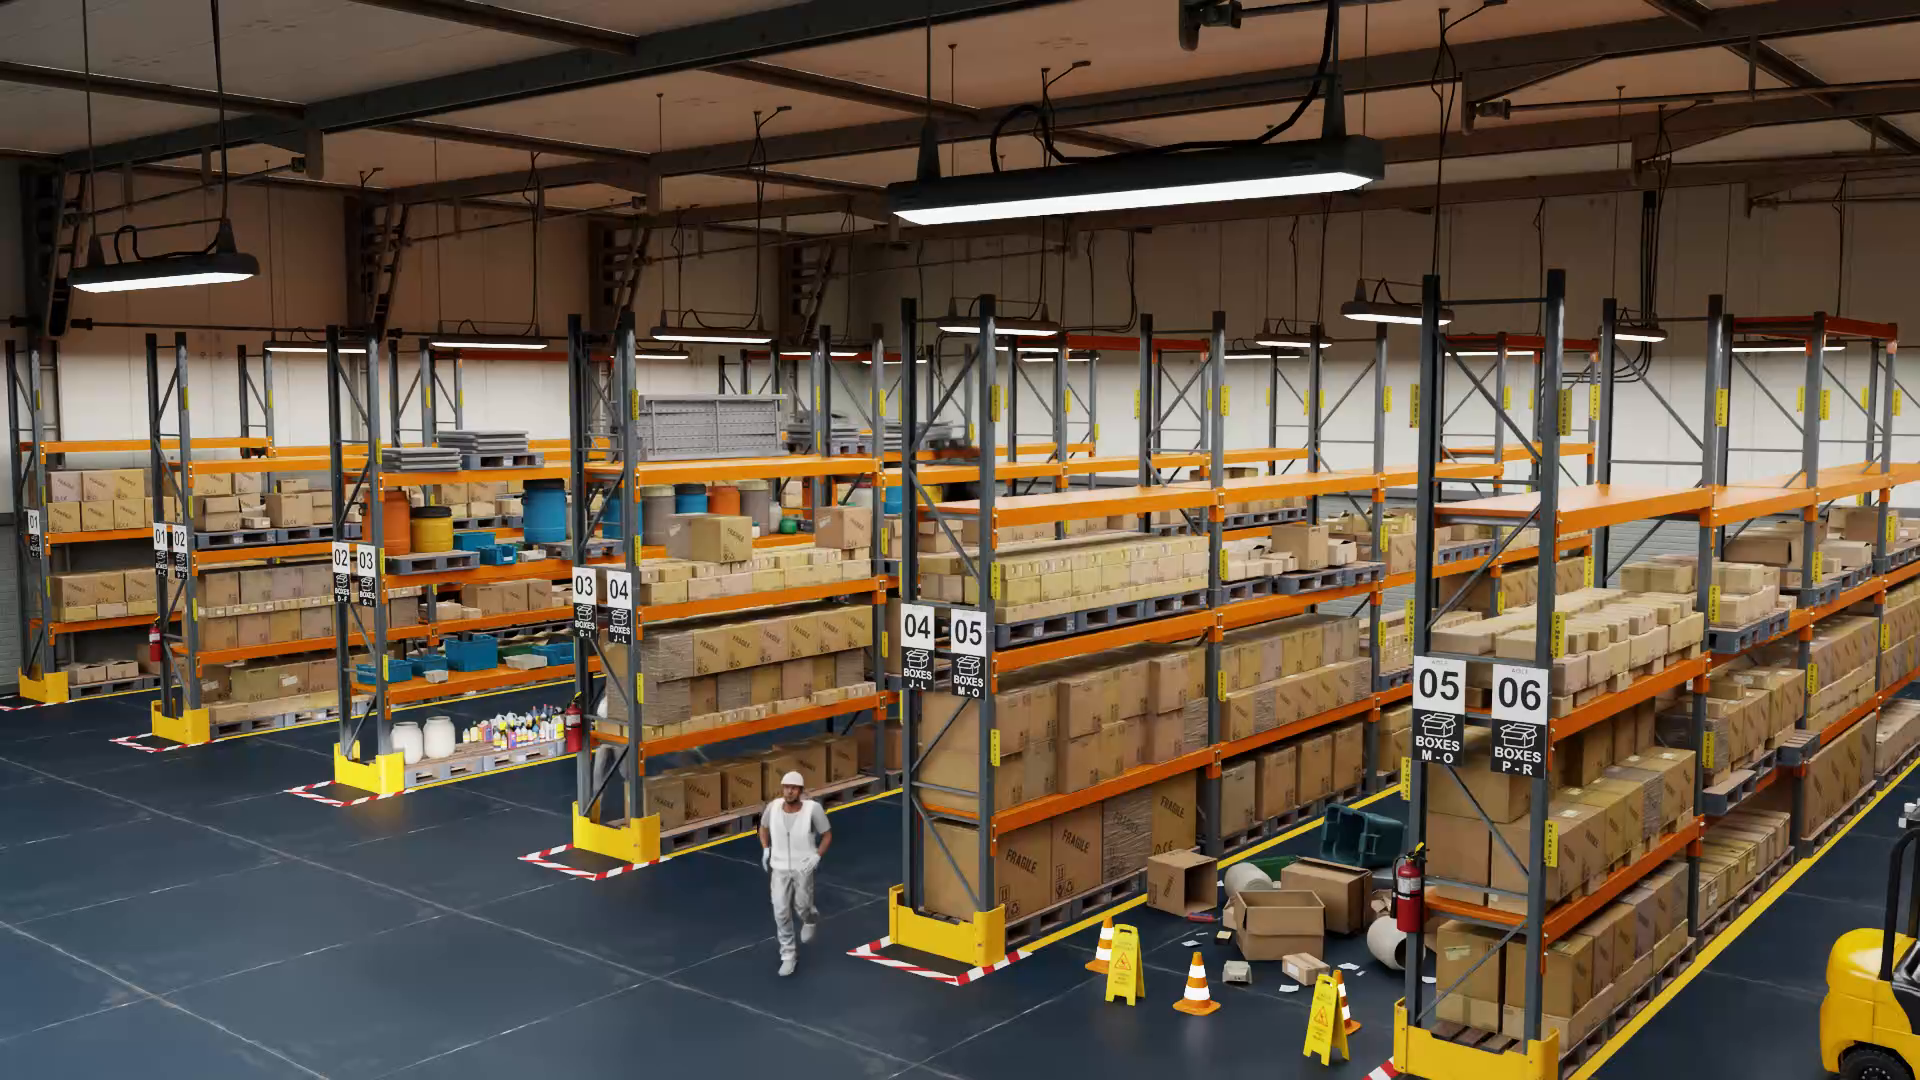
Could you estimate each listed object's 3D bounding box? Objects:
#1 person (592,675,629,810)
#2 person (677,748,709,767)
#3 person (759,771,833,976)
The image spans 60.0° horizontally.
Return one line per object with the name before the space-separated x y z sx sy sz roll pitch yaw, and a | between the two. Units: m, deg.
person | -4.223 2.475 20.253 0.598 1.706 0.858 3 6 33
person | -3.581 2.376 21.829 0.609 1.651 0.560 4 6 35
person | -1.489 2.948 15.019 0.693 1.775 0.814 1 5 6
